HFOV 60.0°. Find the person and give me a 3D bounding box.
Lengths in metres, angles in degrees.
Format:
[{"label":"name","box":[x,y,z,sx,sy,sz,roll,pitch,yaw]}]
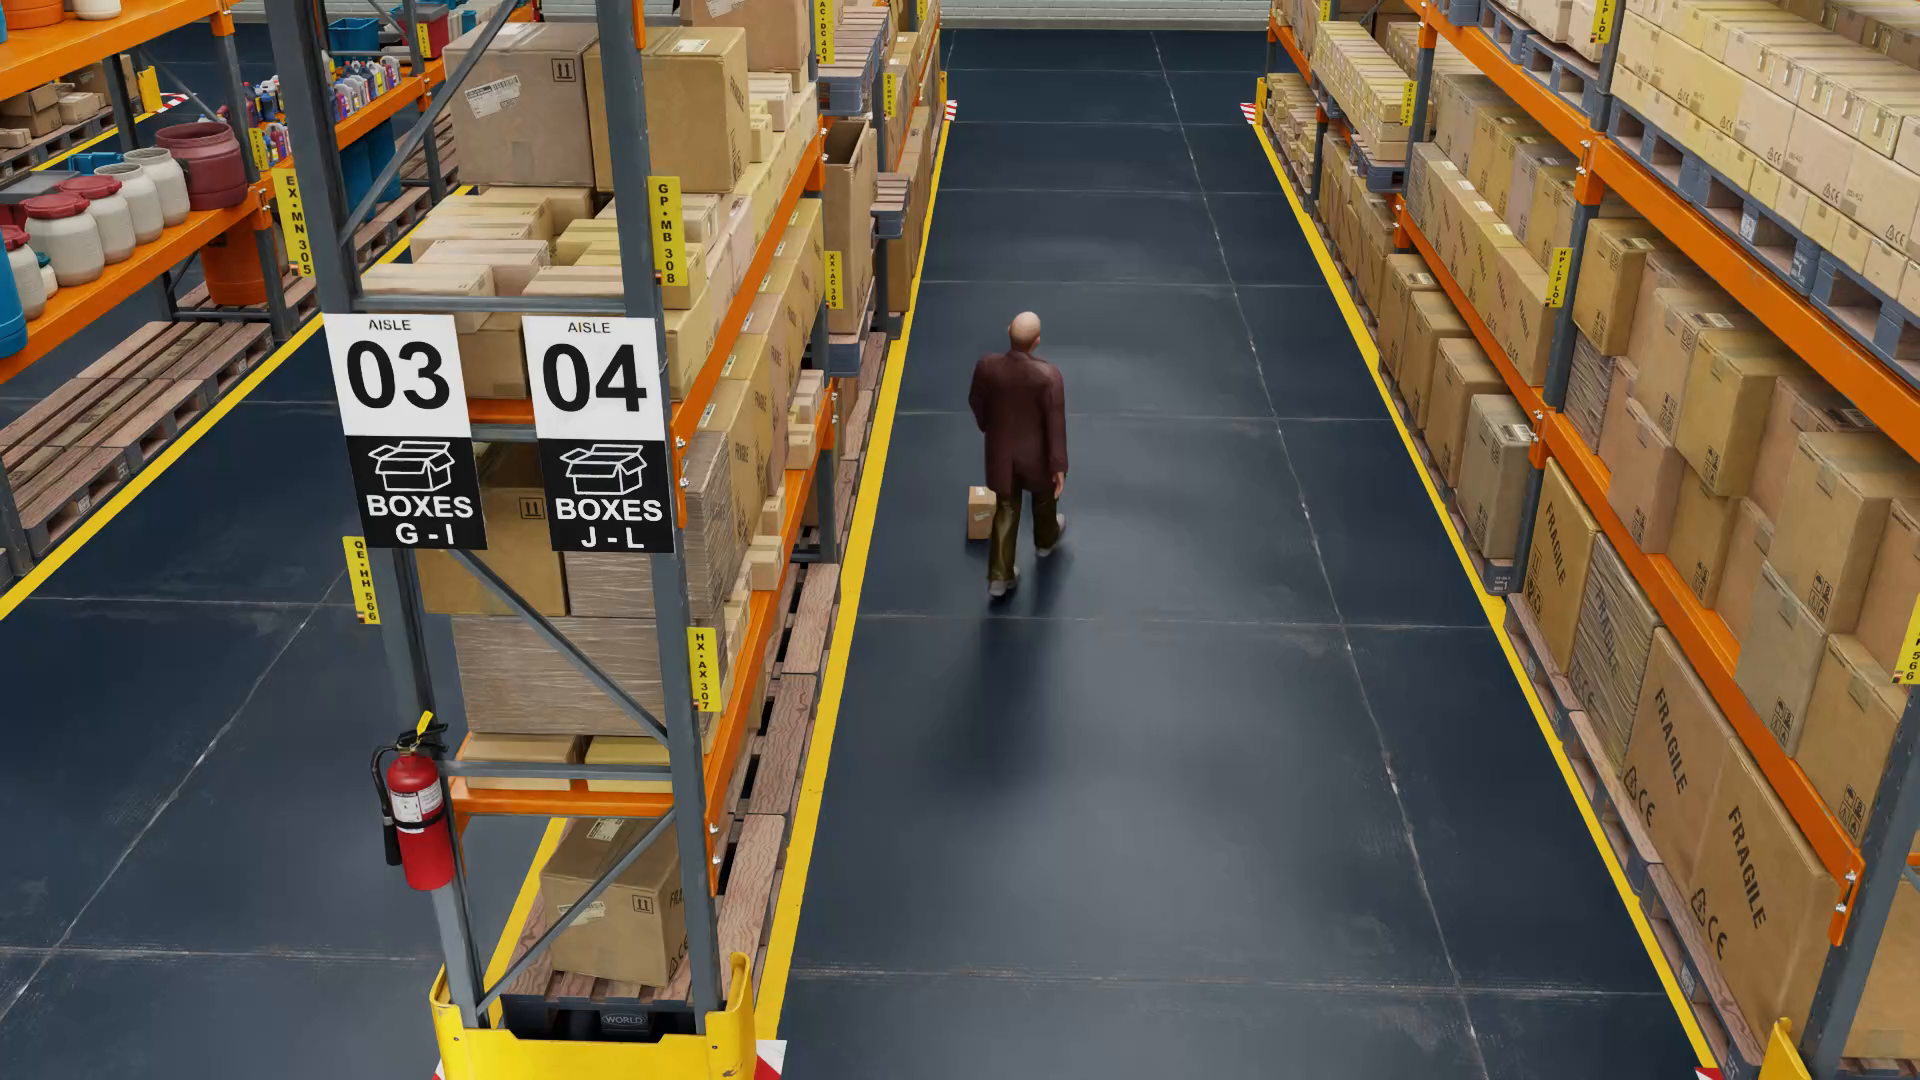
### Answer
[{"label":"person","box":[0.393,-0.595,9.796,0.638,1.715,1.013,8,29,14]}]
